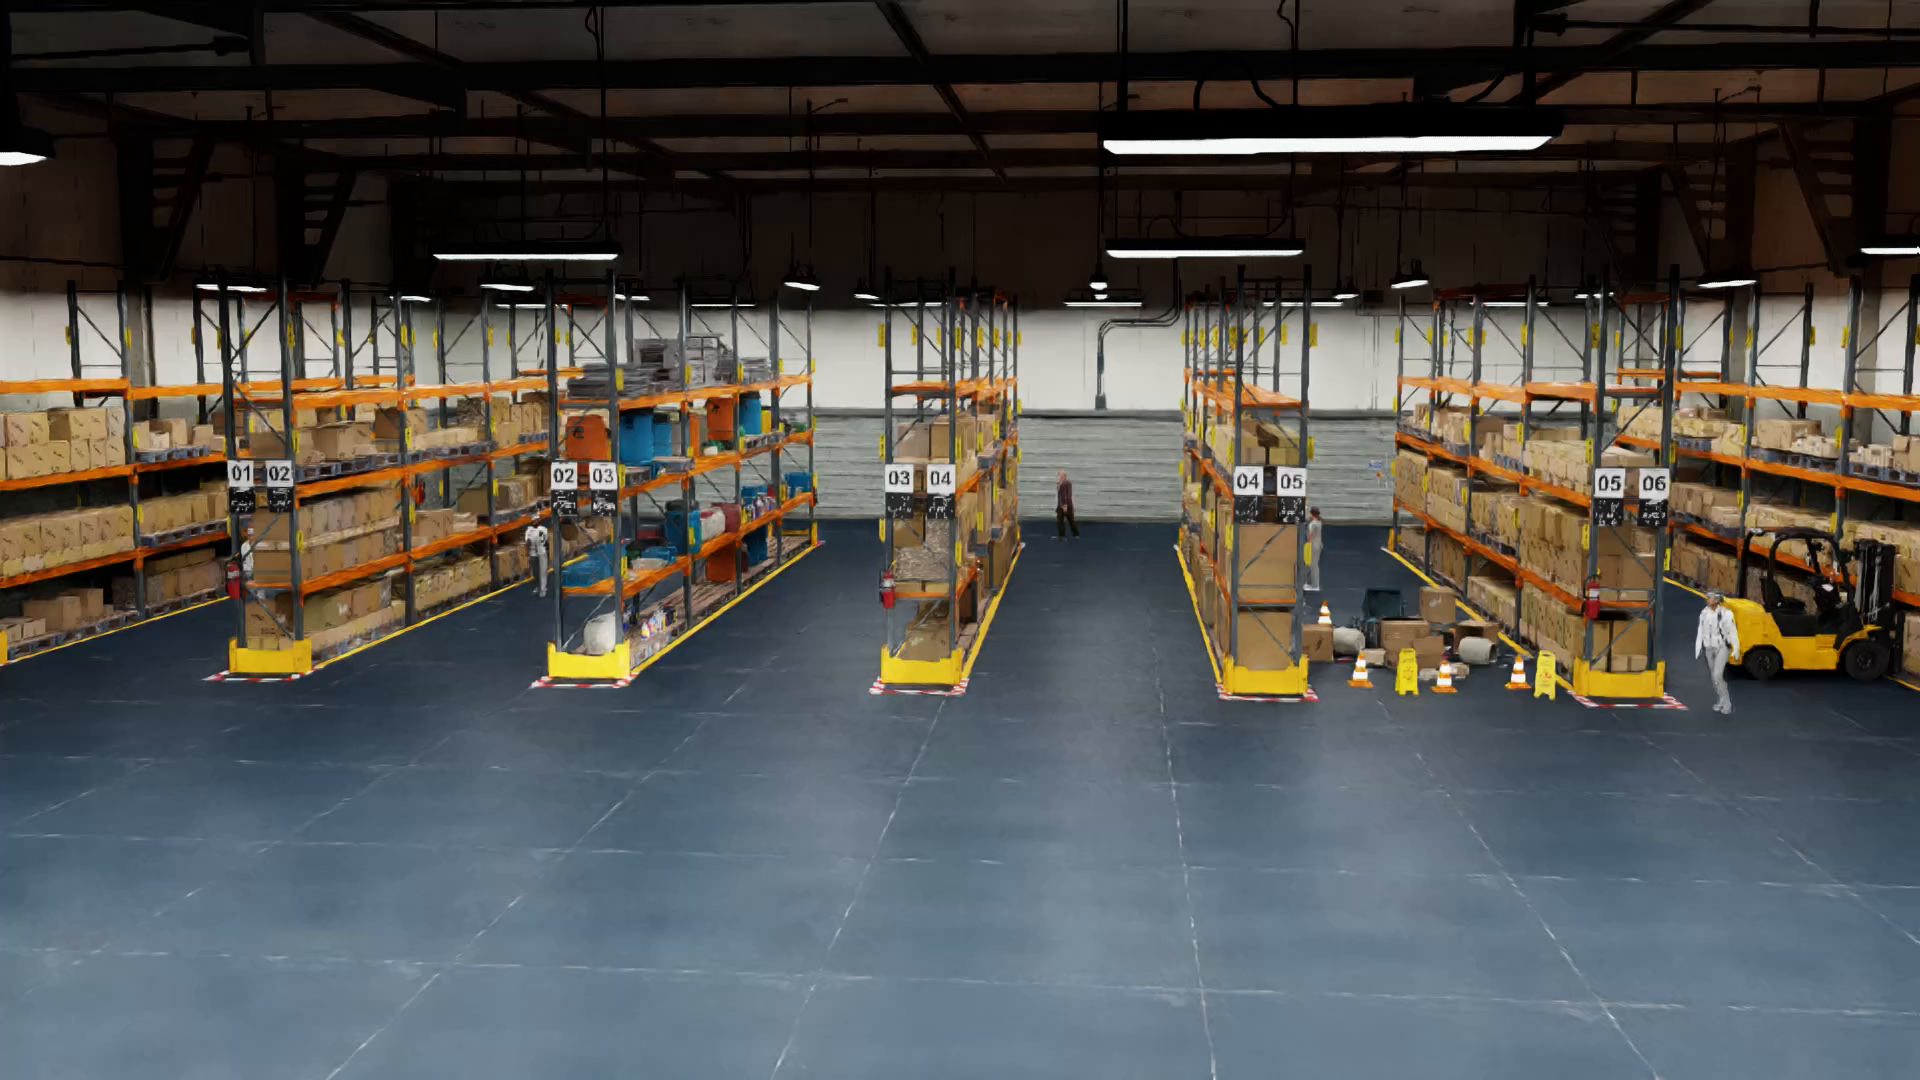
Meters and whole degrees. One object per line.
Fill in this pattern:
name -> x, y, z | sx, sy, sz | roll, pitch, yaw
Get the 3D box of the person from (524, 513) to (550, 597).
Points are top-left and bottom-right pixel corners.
person -> -8.200, 0.269, 32.249 | 0.448, 1.622, 0.996 | 0, 7, -3

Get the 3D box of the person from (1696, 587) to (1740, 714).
person -> 10.178, 1.458, 22.324 | 0.458, 1.666, 0.585 | -4, 8, -28

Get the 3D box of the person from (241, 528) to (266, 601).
person -> -12.698, 0.568, 29.930 | 0.491, 1.598, 1.000 | 0, 7, -3

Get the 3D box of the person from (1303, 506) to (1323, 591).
person -> 6.968, 0.168, 32.970 | 0.482, 1.657, 0.486 | 5, 8, 35

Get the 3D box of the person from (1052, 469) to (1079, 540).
person -> 2.634, -0.871, 41.192 | 0.669, 1.770, 0.618 | -4, 8, -28
